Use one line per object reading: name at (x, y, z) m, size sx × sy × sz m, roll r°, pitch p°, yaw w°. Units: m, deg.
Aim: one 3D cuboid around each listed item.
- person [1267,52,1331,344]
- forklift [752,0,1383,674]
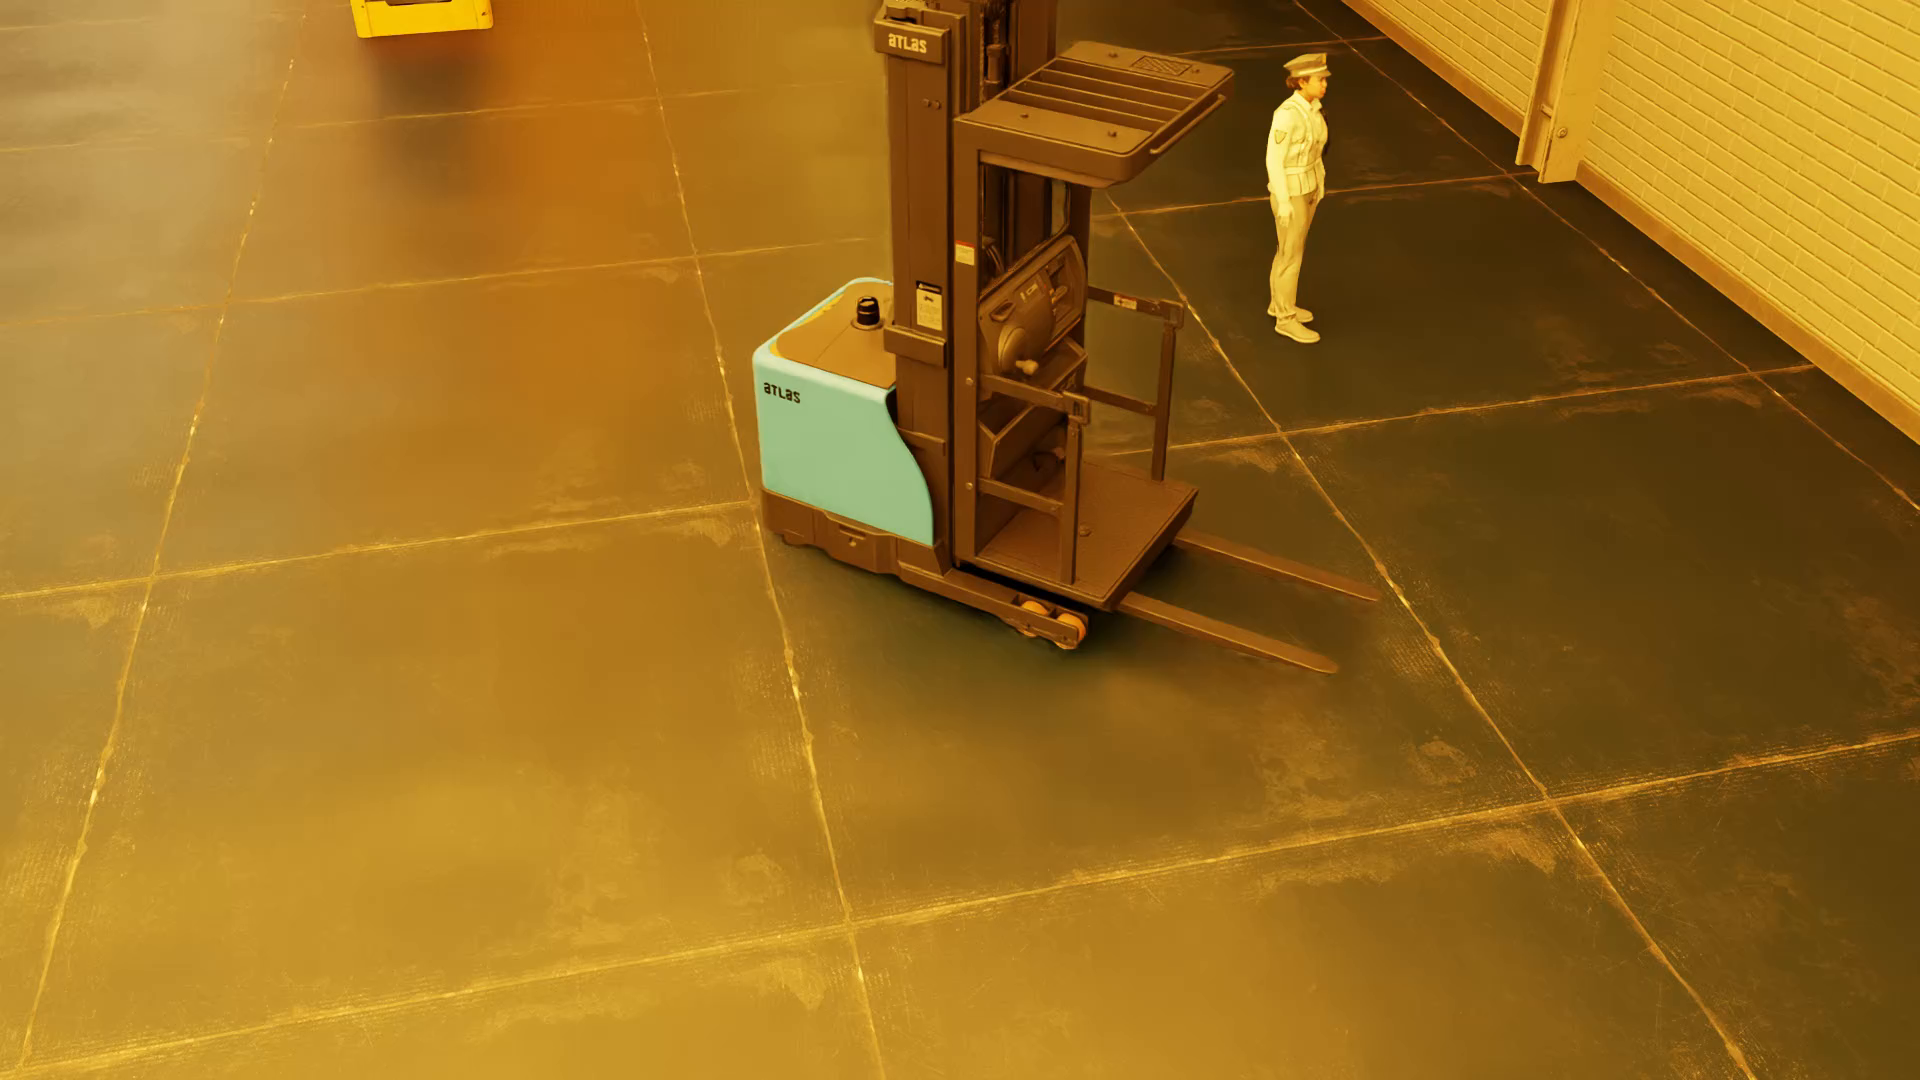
person at (2.094, -2.076, 9.994) m, size 0.509 × 1.697 × 0.601 m, roll 19°, pitch 40°, yaw 24°
forklift at (0.514, -1.030, 7.481) m, size 3.031 × 2.935 × 1.130 m, roll 19°, pitch 40°, yaw 24°
